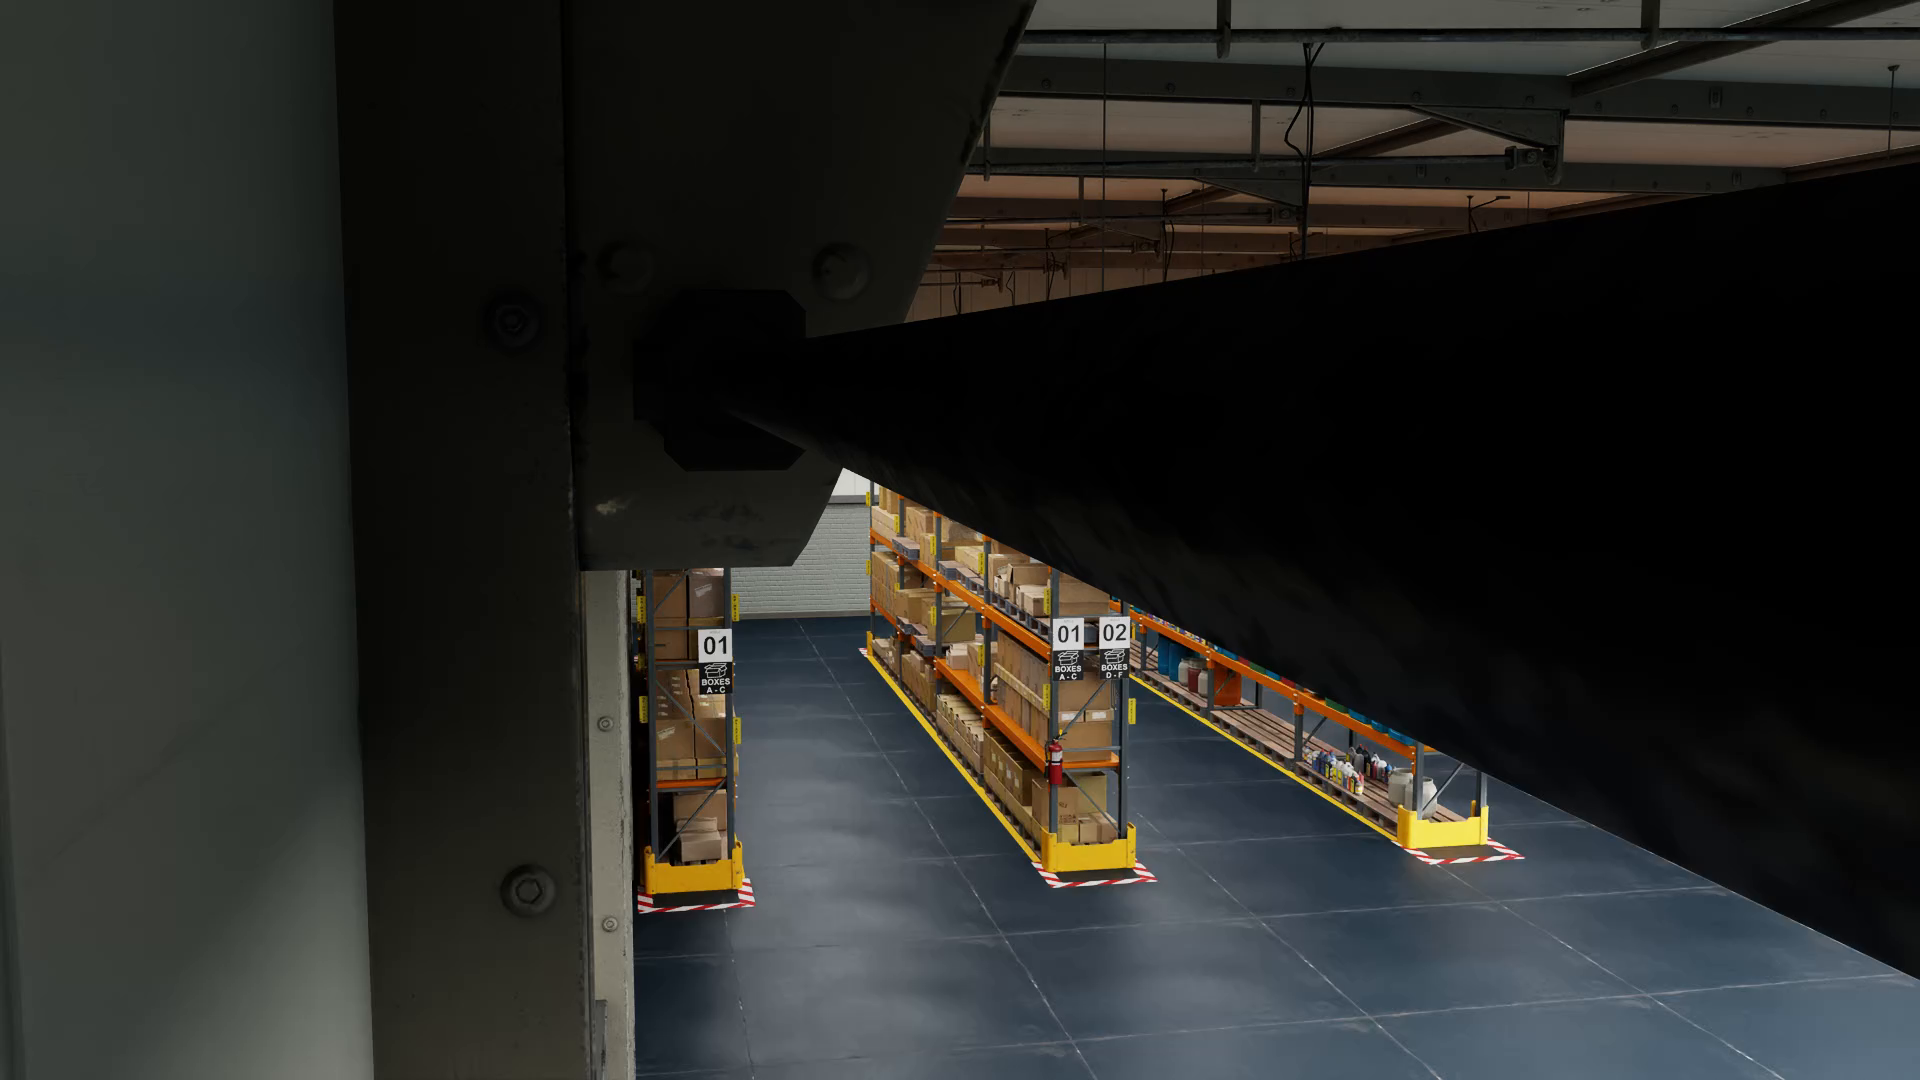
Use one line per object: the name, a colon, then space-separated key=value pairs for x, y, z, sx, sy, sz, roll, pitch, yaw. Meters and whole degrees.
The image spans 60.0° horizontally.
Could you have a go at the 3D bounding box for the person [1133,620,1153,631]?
person: x=4.533 y=1.301 z=39.764 sx=0.863 sy=1.766 sz=0.680 roll=1 pitch=6 yaw=9

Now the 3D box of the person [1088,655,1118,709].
person: x=2.480 y=2.613 z=28.534 sx=0.701 sy=1.543 sz=0.694 roll=-2 pitch=6 yaw=-16
